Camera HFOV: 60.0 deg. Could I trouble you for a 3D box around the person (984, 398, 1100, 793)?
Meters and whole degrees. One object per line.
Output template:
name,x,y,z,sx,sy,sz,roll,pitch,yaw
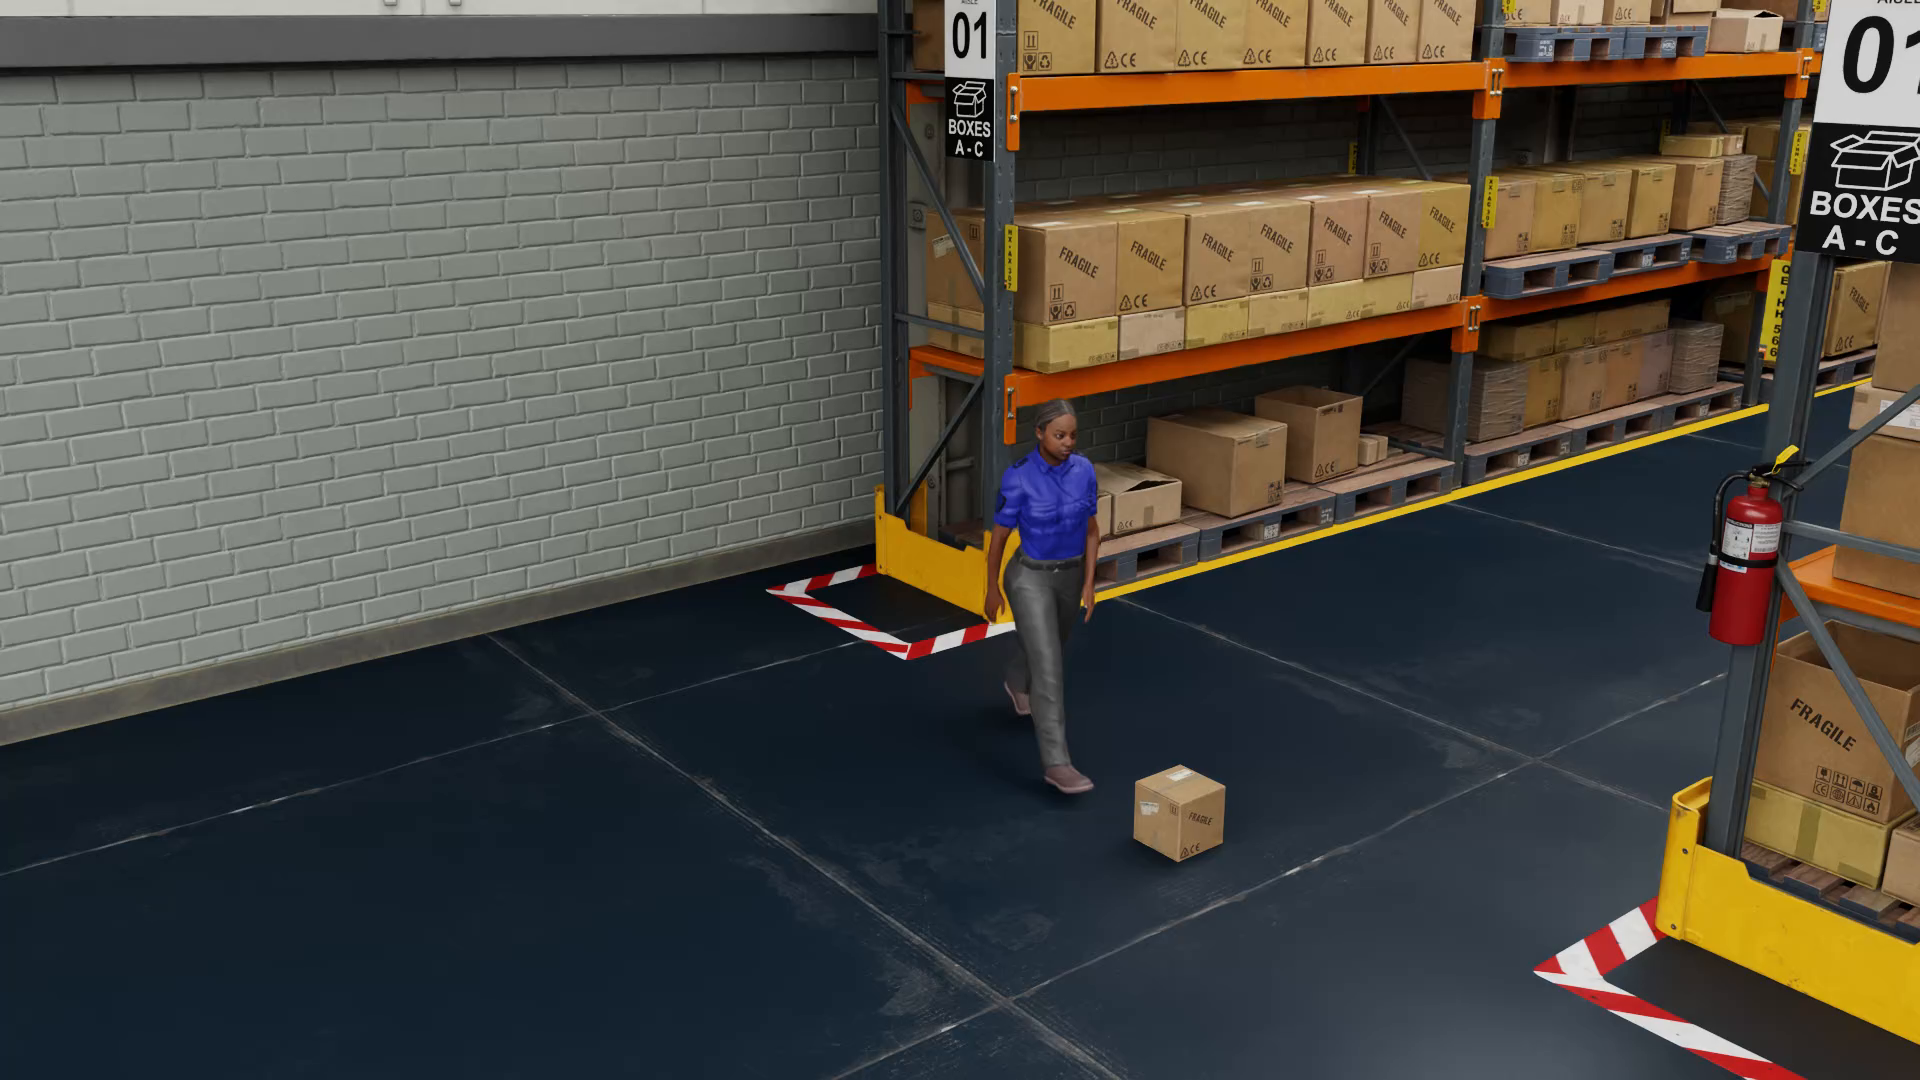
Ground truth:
person,0.353,0.169,7.054,0.465,1.605,1.027,-10,20,-28
